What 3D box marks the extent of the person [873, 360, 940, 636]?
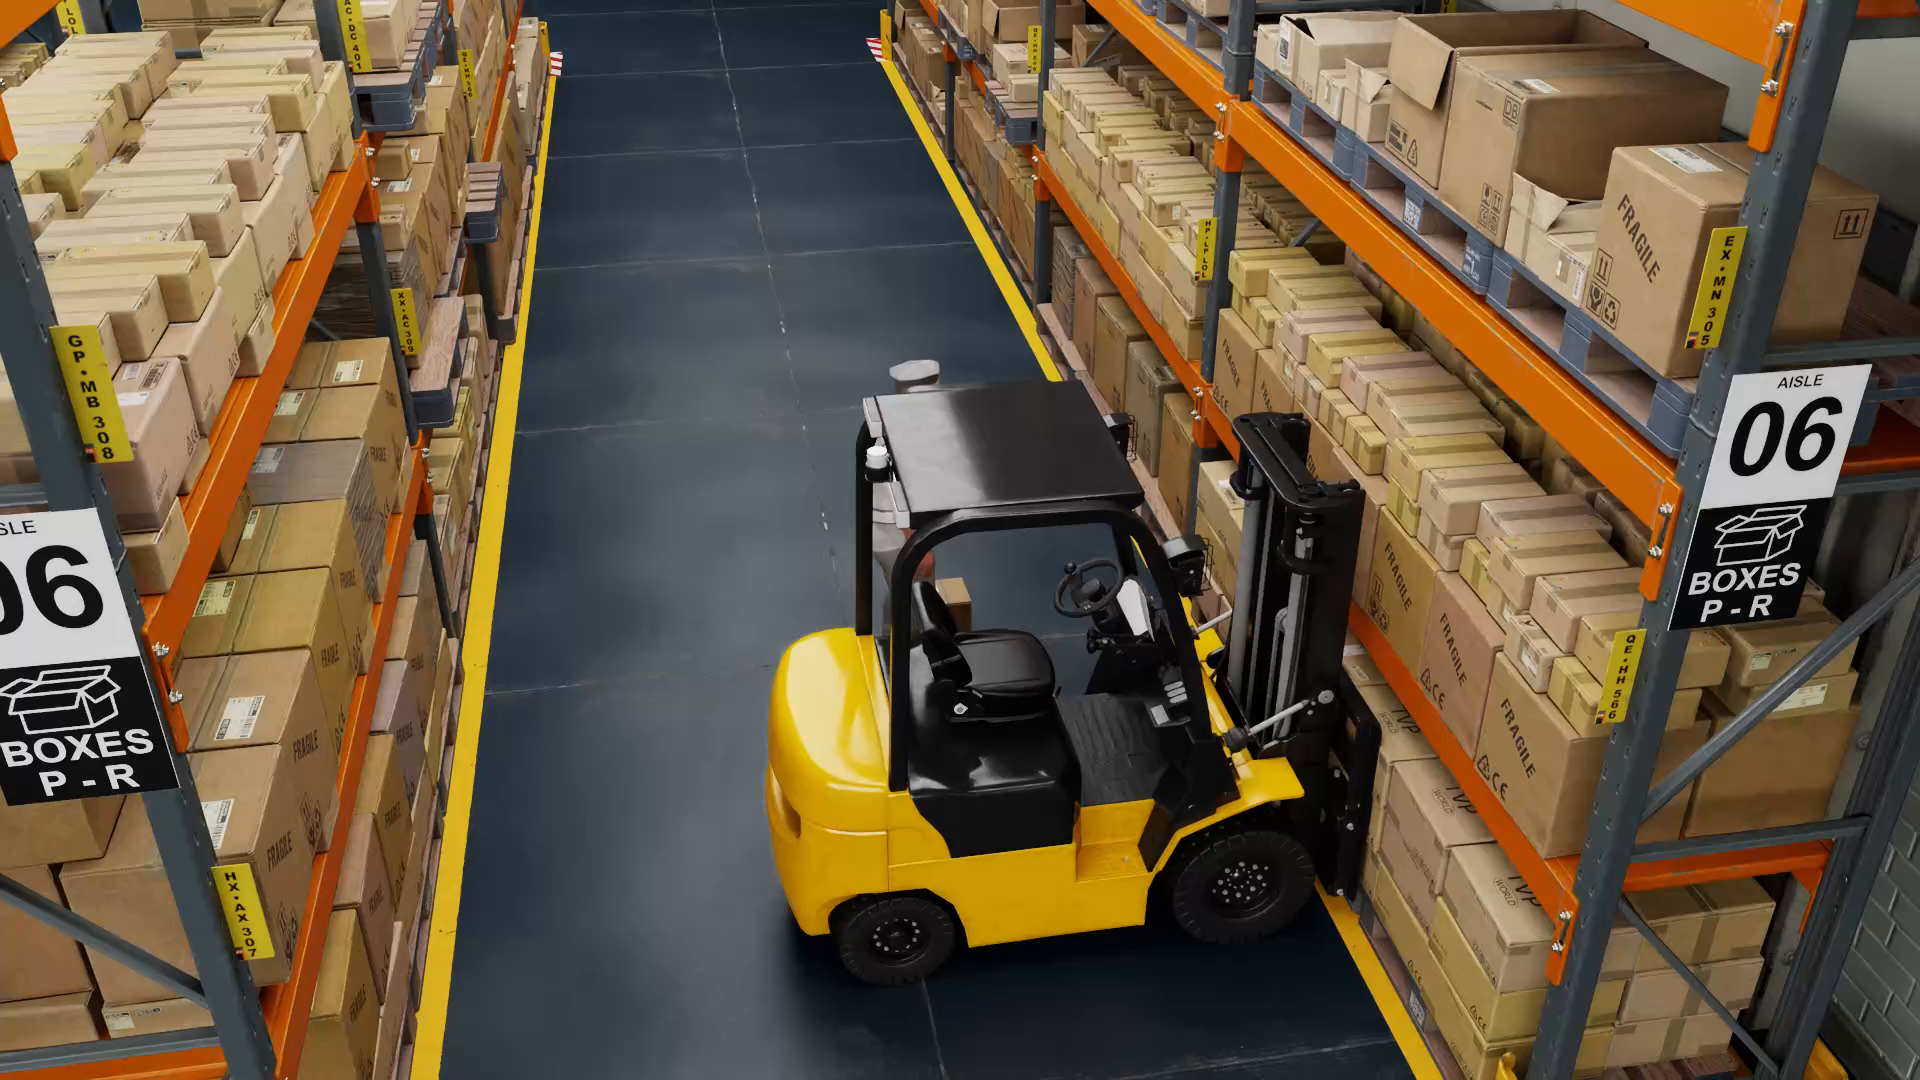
[{"bbox_3d":[-0.284,-0.049,8.214,0.433,1.748,0.588,-7,31,-11],"label":"person"}]
